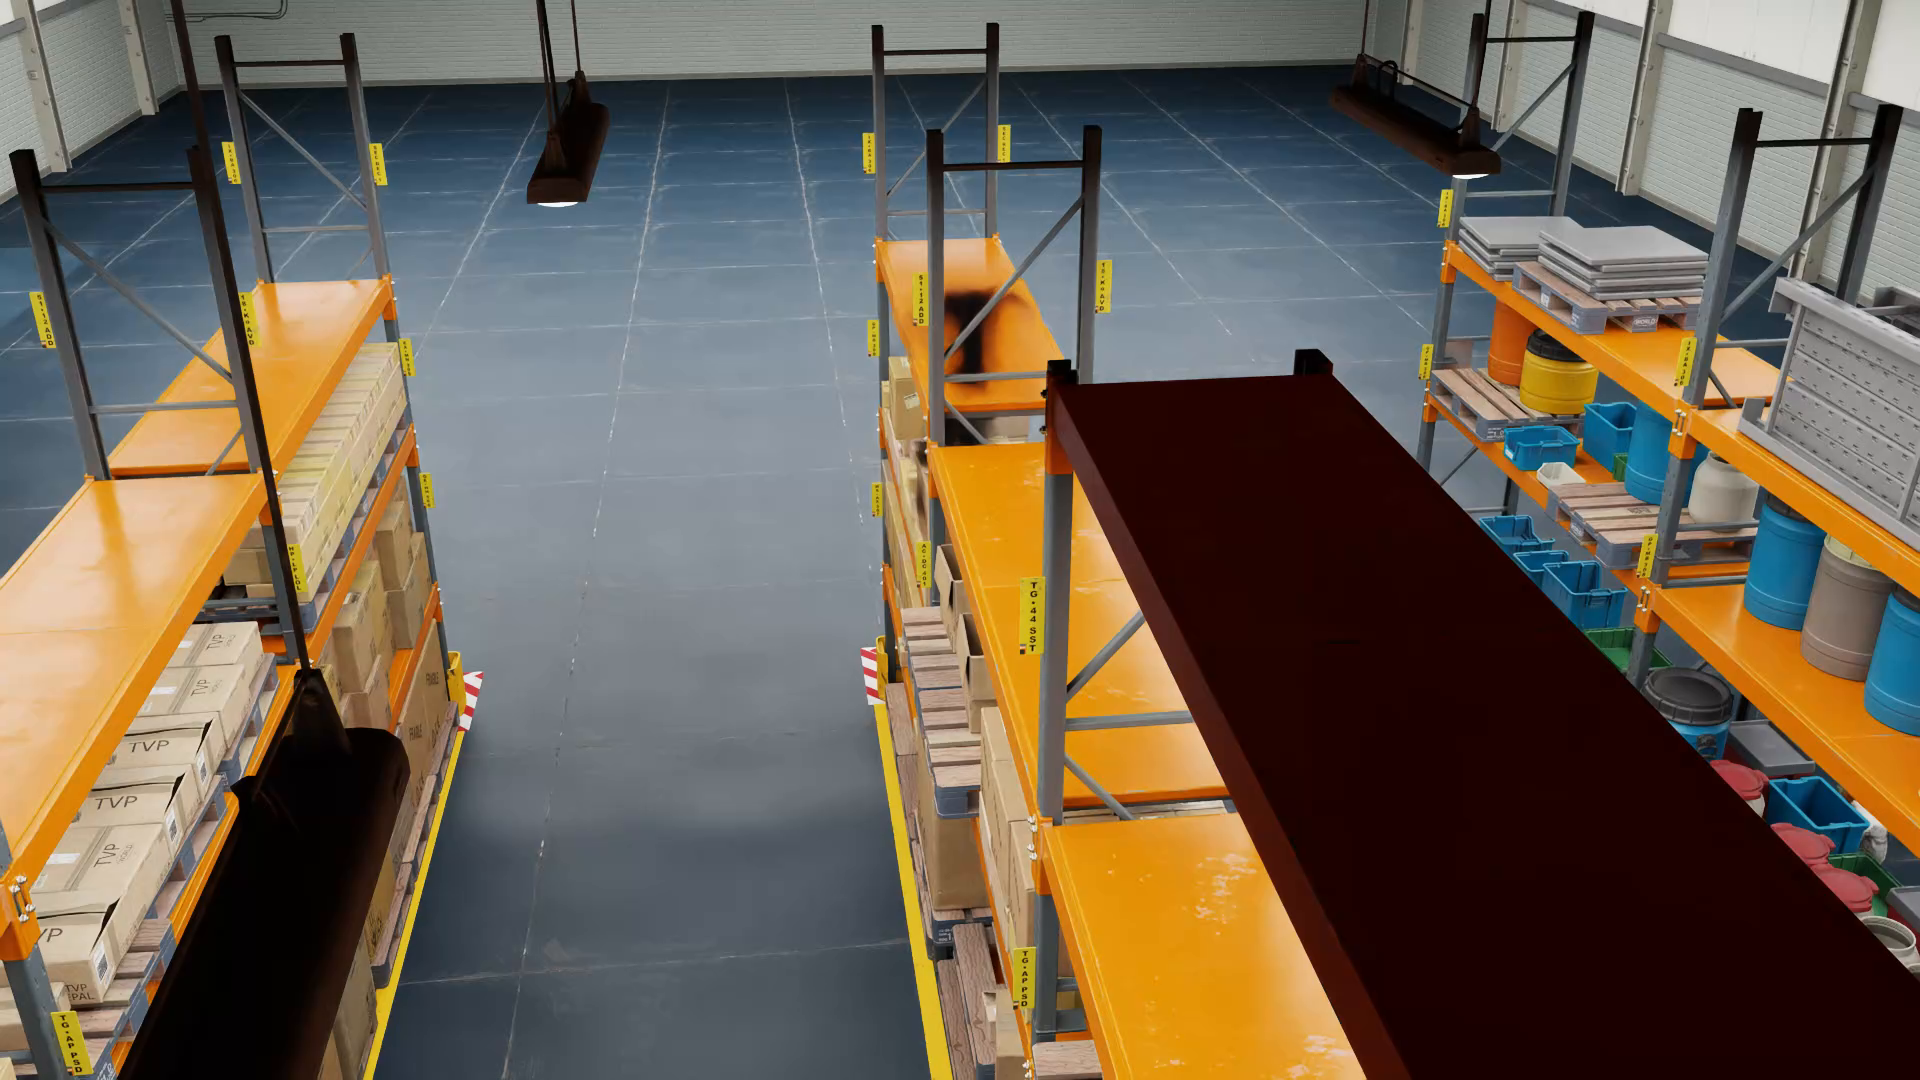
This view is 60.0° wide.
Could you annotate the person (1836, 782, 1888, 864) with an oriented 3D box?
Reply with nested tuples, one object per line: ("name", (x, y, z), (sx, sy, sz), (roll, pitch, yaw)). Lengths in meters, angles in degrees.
("person", (6.585, 2.044, 12.117), (0.646, 1.757, 1.037), (-1, 26, -2))
